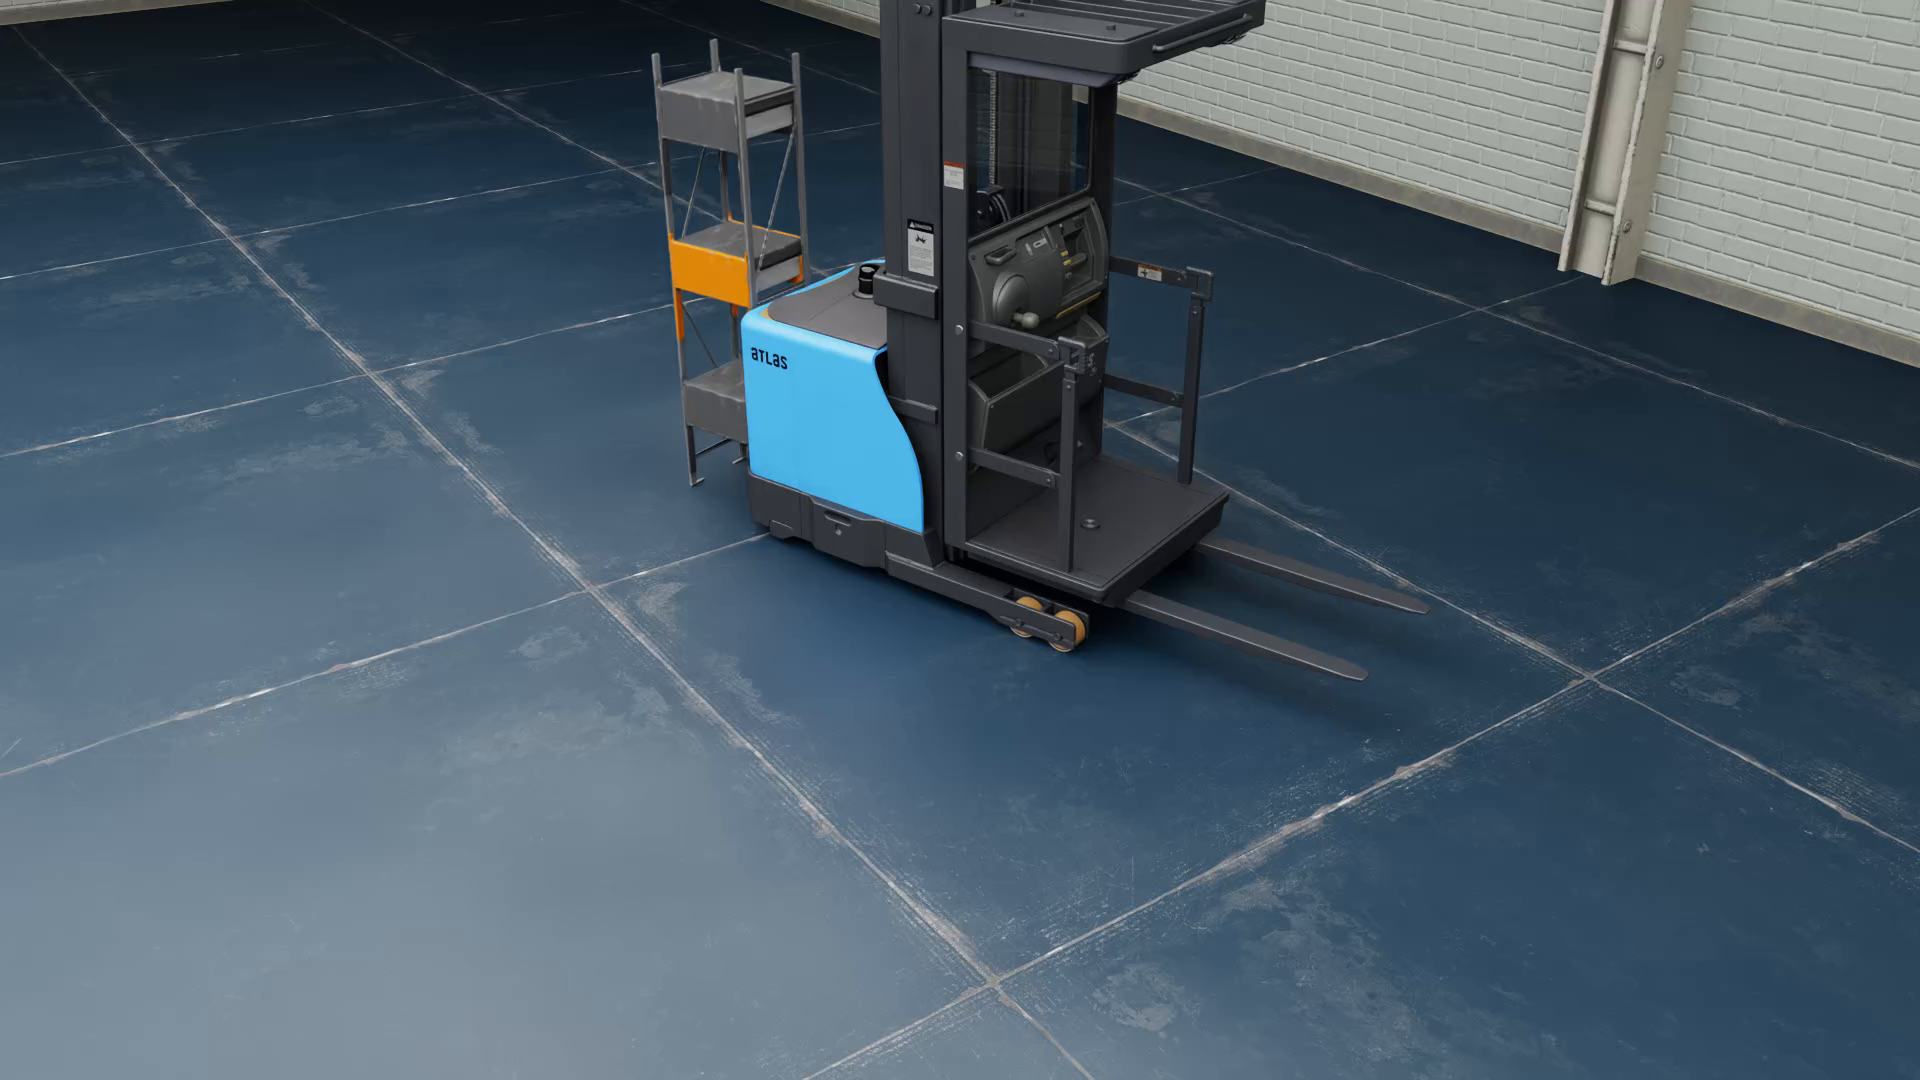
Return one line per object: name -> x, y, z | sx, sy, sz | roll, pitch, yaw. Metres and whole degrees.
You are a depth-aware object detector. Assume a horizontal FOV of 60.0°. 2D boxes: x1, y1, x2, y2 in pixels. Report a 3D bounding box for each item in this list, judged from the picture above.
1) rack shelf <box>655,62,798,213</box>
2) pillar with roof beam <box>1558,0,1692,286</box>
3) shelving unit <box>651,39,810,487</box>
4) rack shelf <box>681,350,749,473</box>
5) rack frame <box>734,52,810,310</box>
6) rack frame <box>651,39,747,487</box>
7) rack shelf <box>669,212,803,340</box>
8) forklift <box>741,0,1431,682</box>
rack shelf -> -1.023, -1.803, 7.429 | 0.480, 0.518, 0.431 | 19, 34, 31
pillar with roof beam -> 0.708, -4.532, 6.666 | 9.100, 9.000, 0.400 | -19, 34, -31
shelving unit -> -1.021, -1.199, 7.756 | 0.503, 2.100, 0.431 | 19, 34, 31
rack shelf -> -1.018, -0.571, 8.095 | 0.480, 0.518, 0.431 | 19, 34, 31
rack frame -> -0.823, -1.131, 7.629 | 0.015, 2.100, 0.400 | 19, 34, 31
rack frame -> -1.218, -1.267, 7.882 | 0.015, 2.100, 0.400 | 19, 34, 31
rack shelf -> -1.020, -1.187, 7.762 | 0.480, 0.518, 0.431 | 19, 34, 31
forklift -> 0.503, -1.113, 6.728 | 3.031, 2.935, 1.130 | 19, 34, 31
